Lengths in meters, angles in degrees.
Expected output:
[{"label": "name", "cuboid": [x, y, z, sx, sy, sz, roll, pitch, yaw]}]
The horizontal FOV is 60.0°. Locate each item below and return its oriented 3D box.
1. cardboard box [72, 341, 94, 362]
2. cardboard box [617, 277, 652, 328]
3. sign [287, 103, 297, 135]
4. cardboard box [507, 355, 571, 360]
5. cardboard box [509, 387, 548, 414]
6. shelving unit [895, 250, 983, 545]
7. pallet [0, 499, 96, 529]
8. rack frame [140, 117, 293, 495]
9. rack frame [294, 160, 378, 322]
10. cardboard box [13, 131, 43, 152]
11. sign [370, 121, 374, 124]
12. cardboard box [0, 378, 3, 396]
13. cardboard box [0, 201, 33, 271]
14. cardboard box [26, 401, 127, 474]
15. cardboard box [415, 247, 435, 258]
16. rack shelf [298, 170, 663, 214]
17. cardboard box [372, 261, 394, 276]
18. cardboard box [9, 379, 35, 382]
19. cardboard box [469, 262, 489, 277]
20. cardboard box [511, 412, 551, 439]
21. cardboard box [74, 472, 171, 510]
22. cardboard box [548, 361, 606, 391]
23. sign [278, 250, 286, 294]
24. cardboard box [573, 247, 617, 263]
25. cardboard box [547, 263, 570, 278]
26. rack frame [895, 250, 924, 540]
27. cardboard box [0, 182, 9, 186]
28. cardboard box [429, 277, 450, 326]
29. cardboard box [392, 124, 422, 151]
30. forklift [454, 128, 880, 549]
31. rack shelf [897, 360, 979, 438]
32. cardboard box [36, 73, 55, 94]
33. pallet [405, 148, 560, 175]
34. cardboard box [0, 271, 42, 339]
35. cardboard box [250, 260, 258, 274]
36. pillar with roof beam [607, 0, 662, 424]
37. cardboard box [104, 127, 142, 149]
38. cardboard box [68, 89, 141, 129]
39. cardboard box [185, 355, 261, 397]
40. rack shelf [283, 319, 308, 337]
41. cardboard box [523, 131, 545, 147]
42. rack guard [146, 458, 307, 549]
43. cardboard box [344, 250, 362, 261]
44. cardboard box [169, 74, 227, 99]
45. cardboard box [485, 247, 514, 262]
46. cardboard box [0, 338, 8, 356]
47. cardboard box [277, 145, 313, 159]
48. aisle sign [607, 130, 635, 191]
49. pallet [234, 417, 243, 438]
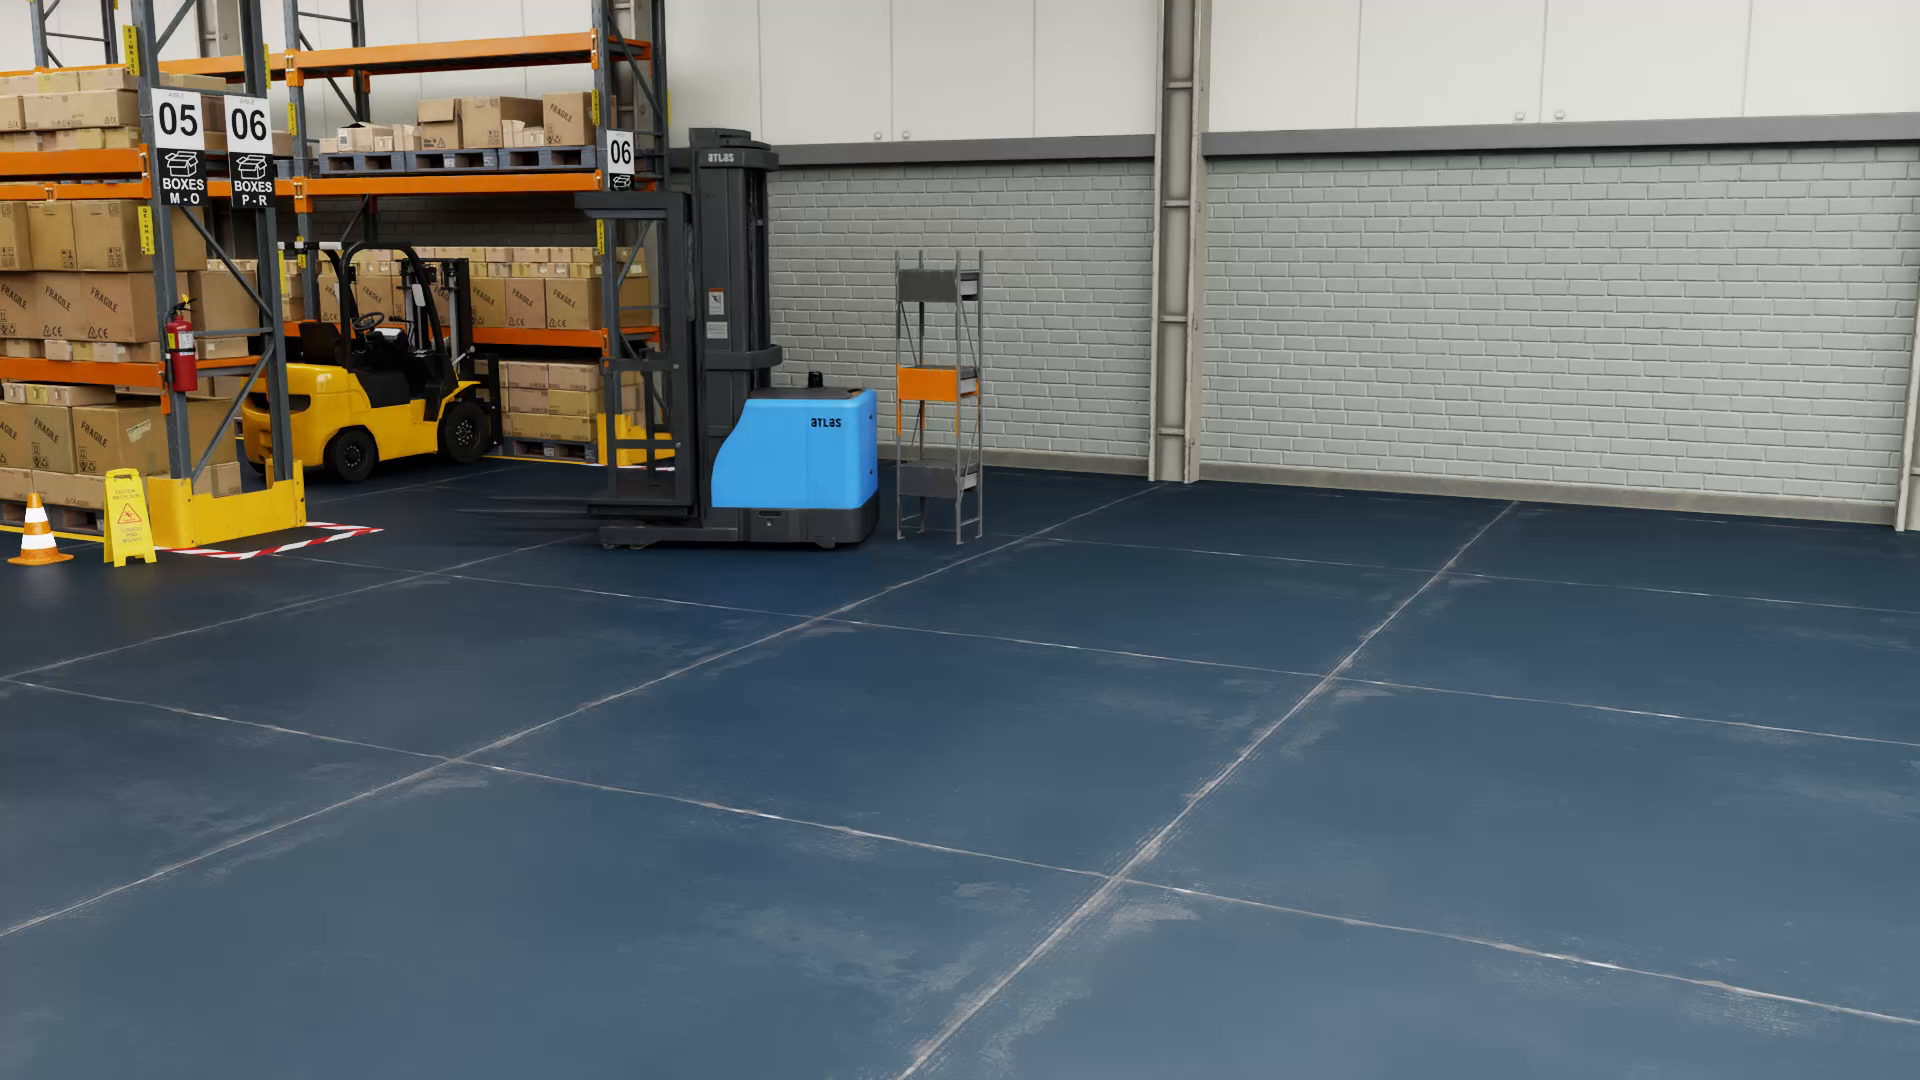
[{"label": "cardboard box", "cuboid": [-6.308, -1.407, 12.290, 0.250, 0.149, 0.380, 5, 11, 25]}, {"label": "cardboard box", "cuboid": [-3.510, -2.436, 16.984, 0.500, 0.500, 0.500, 5, 12, 28]}, {"label": "sign", "cuboid": [-7.007, -4.416, 17.449, 0.005, 0.325, 0.100, 5, 11, 26]}, {"label": "cardboard box", "cuboid": [-4.429, -1.797, 17.468, 0.500, 0.250, 0.500, 5, 11, 25]}, {"label": "cardboard box", "cuboid": [-4.209, -1.432, 16.859, 0.500, 0.250, 0.500, 5, 11, 25]}, {"label": "shelving unit", "cuboid": [-0.148, -1.046, 12.115, 0.503, 2.100, 0.431, 5, 11, 26]}, {"label": "pallet", "cuboid": [-7.253, -0.310, 13.349, 1.213, 0.211, 1.003, 5, 11, 26]}, {"label": "rack frame", "cuboid": [-5.382, -1.510, 12.150, 0.127, 3.000, 1.000, 5, 11, 26]}, {"label": "rack frame", "cuboid": [-6.776, -2.618, 18.274, 0.127, 3.000, 1.000, 5, 11, 26]}, {"label": "cardboard box", "cuboid": [-6.728, -2.929, 12.275, 0.250, 0.149, 0.380, 5, 11, 25]}, {"label": "sign", "cuboid": [-6.532, -4.476, 18.444, 0.005, 0.325, 0.100, 5, 11, 26]}, {"label": "cardboard box", "cuboid": [-7.769, -1.197, 13.035, 0.250, 0.149, 0.380, 6, 12, 29]}, {"label": "cardboard box", "cuboid": [-6.890, -2.268, 12.414, 0.500, 0.500, 0.700, 5, 11, 25]}, {"label": "cardboard box", "cuboid": [-6.685, -0.795, 12.634, 0.500, 0.500, 0.500, 6, 12, 28]}, {"label": "cardboard box", "cuboid": [-5.431, -2.972, 17.289, 0.250, 0.149, 0.380, 5, 11, 26]}, {"label": "rack shelf", "cuboid": [-4.982, -3.583, 17.200, 4.000, 0.370, 1.077, 5, 11, 26]}, {"label": "cardboard box", "cuboid": [-5.939, -2.852, 17.463, 0.250, 0.149, 0.380, 5, 12, 27]}, {"label": "cardboard box", "cuboid": [-11.282, -1.950, 20.422, 0.500, 0.500, 0.500, 5, 11, 25]}, {"label": "cardboard box", "cuboid": [-4.785, -2.751, 16.906, 0.250, 0.149, 0.380, 5, 11, 26]}, {"label": "cardboard box", "cuboid": [-4.192, -1.184, 16.890, 0.500, 0.250, 0.500, 5, 11, 26]}, {"label": "cardboard box", "cuboid": [-6.247, -0.386, 12.483, 0.500, 0.250, 0.500, 5, 11, 26]}, {"label": "cardboard box", "cuboid": [-3.740, -1.635, 16.576, 0.500, 0.250, 0.500, 5, 12, 28]}, {"label": "sign", "cuboid": [-5.142, -2.023, 12.552, 0.005, 0.325, 0.100, 5, 11, 26]}, {"label": "cardboard box", "cuboid": [-3.603, -2.812, 16.409, 0.250, 0.149, 0.380, 5, 11, 26]}, {"label": "cardboard box", "cuboid": [-3.866, -2.669, 16.454, 0.250, 0.149, 0.380, 5, 12, 27]}, {"label": "rack frame", "cuboid": [-0.367, -1.065, 12.222, 0.015, 2.100, 0.400, 5, 11, 26]}, {"label": "cardboard box", "cuboid": [-11.382, -4.377, 19.989, 0.500, 0.250, 0.500, 5, 11, 26]}, {"label": "cardboard box", "cuboid": [-5.123, -2.470, 17.172, 0.500, 0.500, 0.500, 5, 11, 26]}, {"label": "cardboard box", "cuboid": [-5.579, -4.118, 17.058, 0.258, 0.266, 0.396, 5, 11, 24]}, {"label": "forklift", "cuboid": [-2.159, -1.468, 12.113, 3.031, 2.935, 1.130, 1, 10, 5]}, {"label": "rack shelf", "cuboid": [-0.148, -1.033, 12.118, 0.480, 0.518, 0.431, 5, 11, 26]}, {"label": "cardboard box", "cuboid": [-6.472, -3.306, 12.118, 0.250, 0.149, 0.380, 5, 11, 26]}, {"label": "pallet", "cuboid": [-4.909, -3.891, 17.134, 1.213, 0.211, 1.003, 5, 11, 26]}, {"label": "cardboard box", "cuboid": [-6.884, -1.784, 12.551, 0.500, 0.500, 0.500, 5, 11, 26]}, {"label": "cardboard box", "cuboid": [-7.616, -3.023, 18.409, 0.250, 0.149, 0.380, 5, 11, 26]}, {"label": "pillar with roof beam", "cuboid": [-5.319, -4.766, 13.297, 0.400, 9.000, 9.100, 5, 11, 26]}, {"label": "cardboard box", "cuboid": [-5.825, -2.846, 11.814, 0.250, 0.149, 0.380, 5, 11, 26]}, {"label": "cardboard box", "cuboid": [-5.960, -3.056, 11.855, 0.500, 0.250, 0.500, 5, 11, 25]}, {"label": "cardboard box", "cuboid": [-8.616, -1.817, 19.335, 0.625, 0.625, 0.875, 5, 11, 23]}, {"label": "rack shelf", "cuboid": [-8.569, -2.422, 19.209, 4.000, 0.370, 1.077, 5, 11, 26]}, {"label": "cardboard box", "cuboid": [-4.066, -3.928, 16.334, 0.250, 0.149, 0.380, 5, 11, 24]}, {"label": "rack guard", "cuboid": [-5.450, -0.286, 12.406, 0.348, 0.500, 1.175, 5, 11, 26]}, {"label": "cardboard box", "cuboid": [-6.339, -3.057, 17.761, 0.250, 0.149, 0.380, 5, 11, 27]}, {"label": "cardboard box", "cuboid": [-5.610, -3.315, 12.169, 0.250, 0.149, 0.380, 5, 11, 25]}, {"label": "cardboard box", "cuboid": [-4.558, -2.877, 16.768, 0.250, 0.149, 0.380, 5, 12, 27]}, {"label": "cardboard box", "cuboid": [-7.174, -1.505, 12.829, 0.250, 0.149, 0.380, 5, 11, 26]}, {"label": "cardboard box", "cuboid": [-7.450, -4.325, 18.525, 0.250, 0.149, 0.380, 5, 11, 26]}, {"label": "aisle sign", "cuboid": [-3.260, -3.530, 16.013, 0.004, 0.787, 0.394, 5, 11, 26]}, {"label": "pallet", "cuboid": [-7.454, -1.298, 18.808, 1.213, 0.211, 1.003, 5, 11, 26]}]
